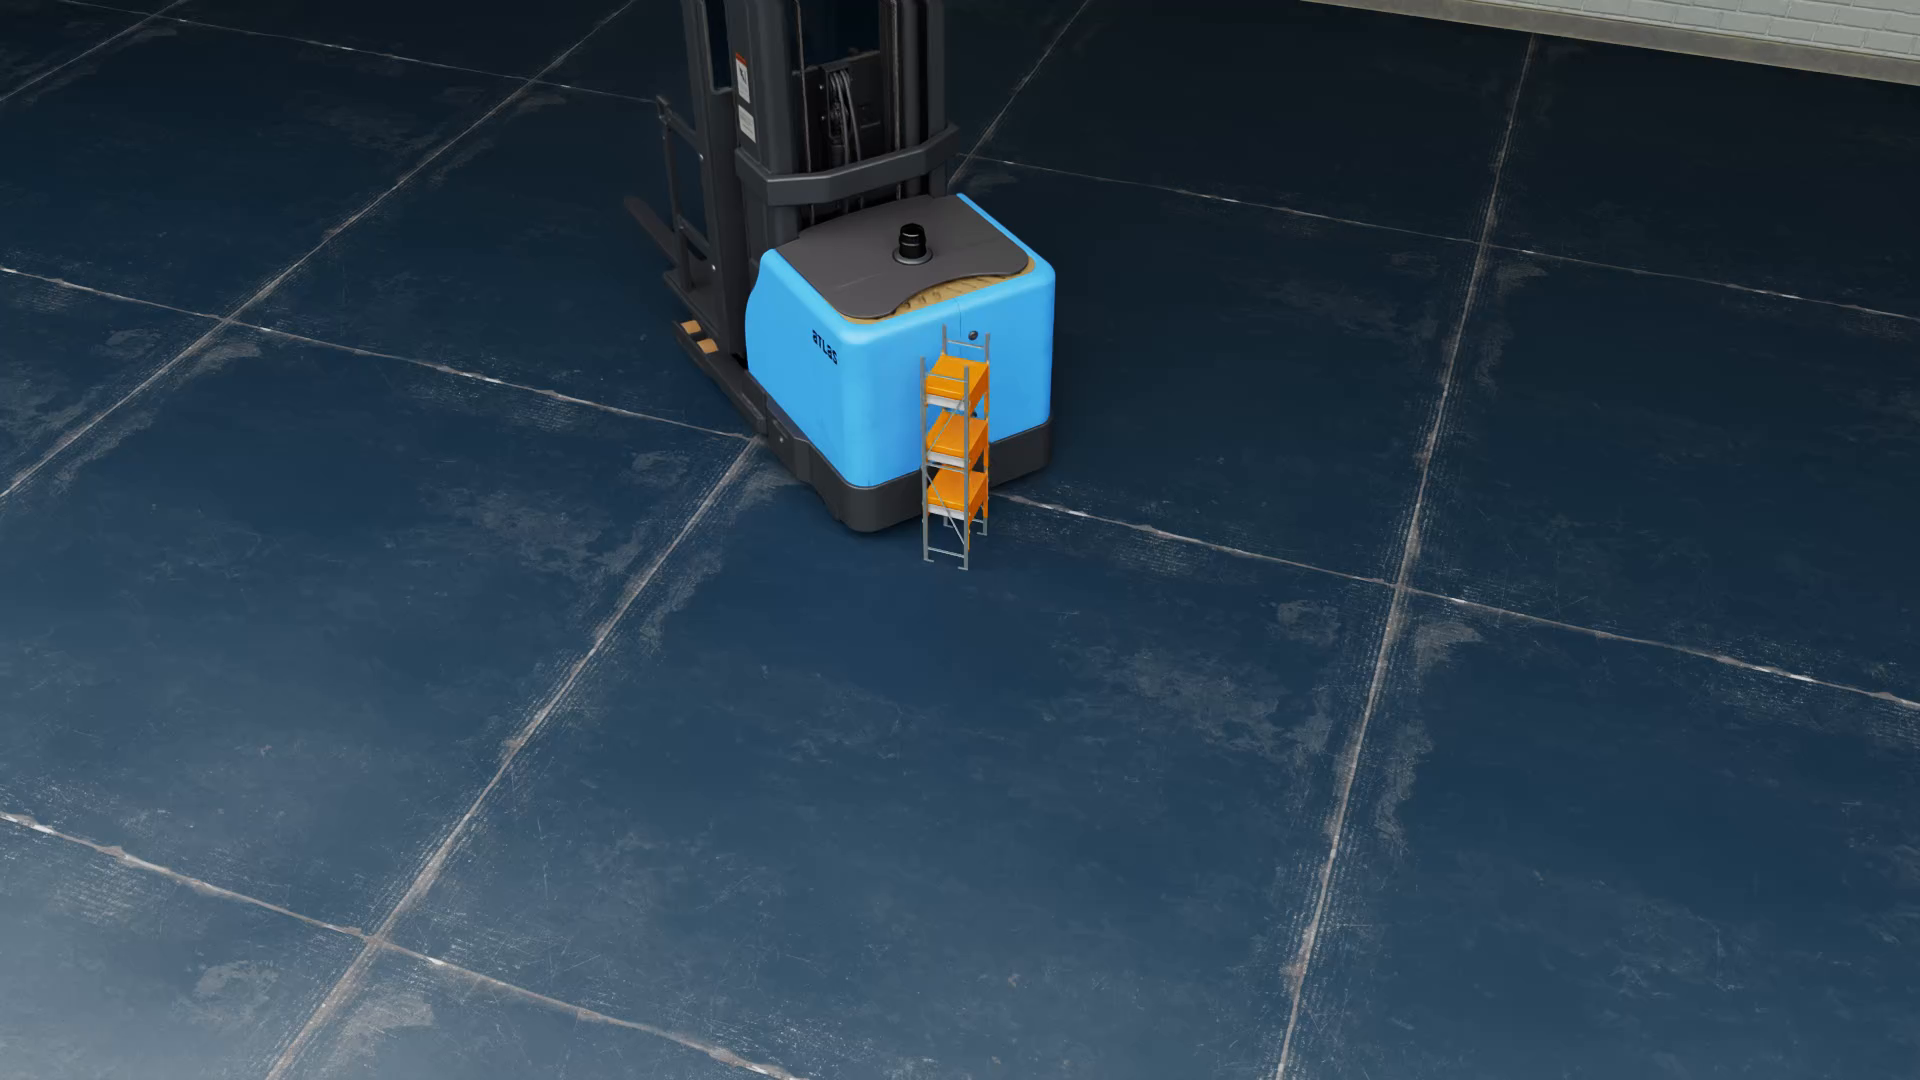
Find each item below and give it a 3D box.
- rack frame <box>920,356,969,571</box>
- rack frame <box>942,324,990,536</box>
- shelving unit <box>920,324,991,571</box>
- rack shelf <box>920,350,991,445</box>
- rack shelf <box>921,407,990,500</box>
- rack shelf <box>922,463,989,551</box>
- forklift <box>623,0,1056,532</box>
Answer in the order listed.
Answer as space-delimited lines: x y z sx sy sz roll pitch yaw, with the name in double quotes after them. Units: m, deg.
-0.060 -0.292 6.784 0.200 1.050 0.008 13 42 15 "rack frame"
0.023 -0.441 6.958 0.200 1.050 0.008 13 42 15 "rack frame"
-0.018 -0.367 6.871 0.215 1.050 0.252 13 42 15 "shelving unit"
-0.018 -0.575 6.694 0.215 0.259 0.240 13 42 15 "rack shelf"
-0.018 -0.359 6.878 0.215 0.259 0.240 13 42 15 "rack shelf"
-0.018 -0.147 7.058 0.215 0.259 0.240 13 42 15 "rack shelf"
-0.775 -2.084 7.435 1.130 2.935 3.031 -21 45 -23 "forklift"
